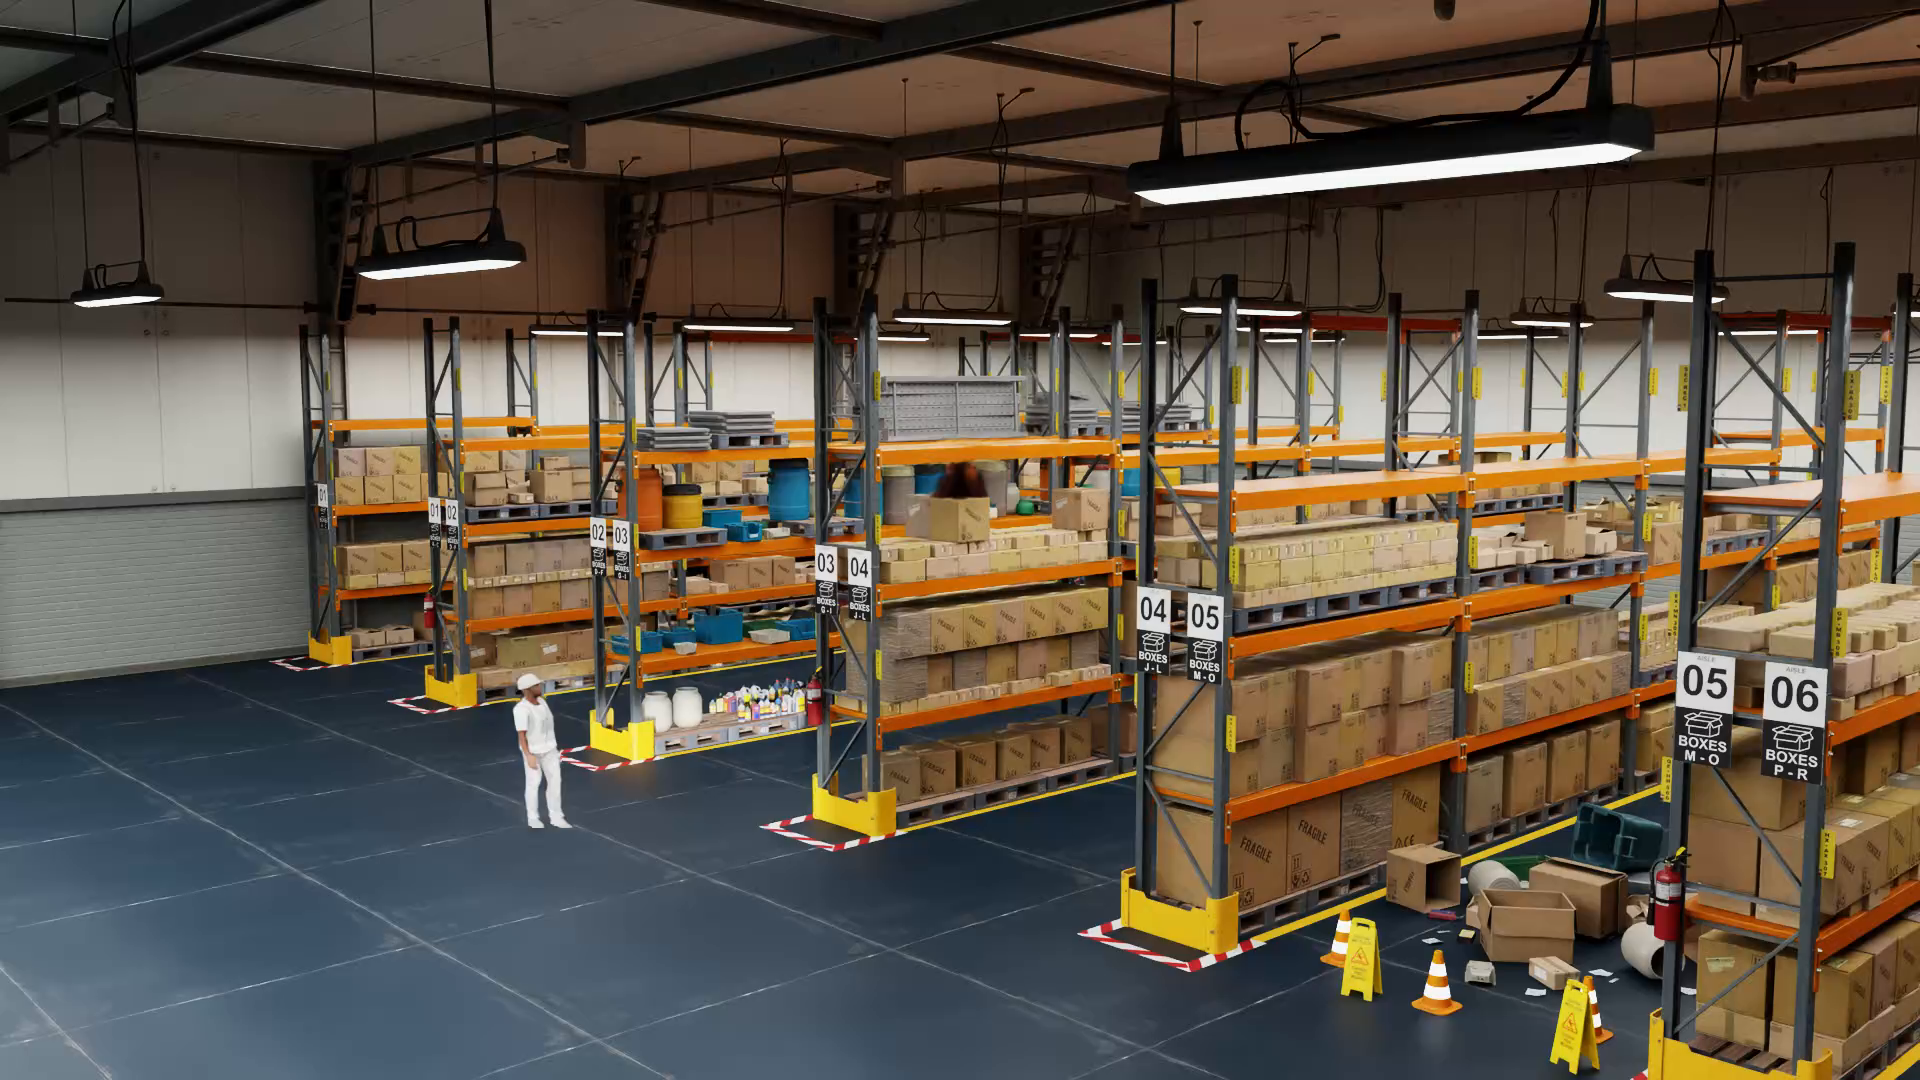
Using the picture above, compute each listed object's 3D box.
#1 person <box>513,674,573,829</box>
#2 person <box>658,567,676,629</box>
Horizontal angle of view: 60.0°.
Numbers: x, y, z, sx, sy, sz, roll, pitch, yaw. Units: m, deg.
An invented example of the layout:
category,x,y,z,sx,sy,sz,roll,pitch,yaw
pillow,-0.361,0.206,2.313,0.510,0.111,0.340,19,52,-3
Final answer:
category,x,y,z,sx,sy,sz,roll,pitch,yaw
person,-4.759,2.407,18.860,0.585,1.792,0.604,5,8,43
person,-5.698,1.084,31.761,0.423,1.829,0.572,6,8,44
